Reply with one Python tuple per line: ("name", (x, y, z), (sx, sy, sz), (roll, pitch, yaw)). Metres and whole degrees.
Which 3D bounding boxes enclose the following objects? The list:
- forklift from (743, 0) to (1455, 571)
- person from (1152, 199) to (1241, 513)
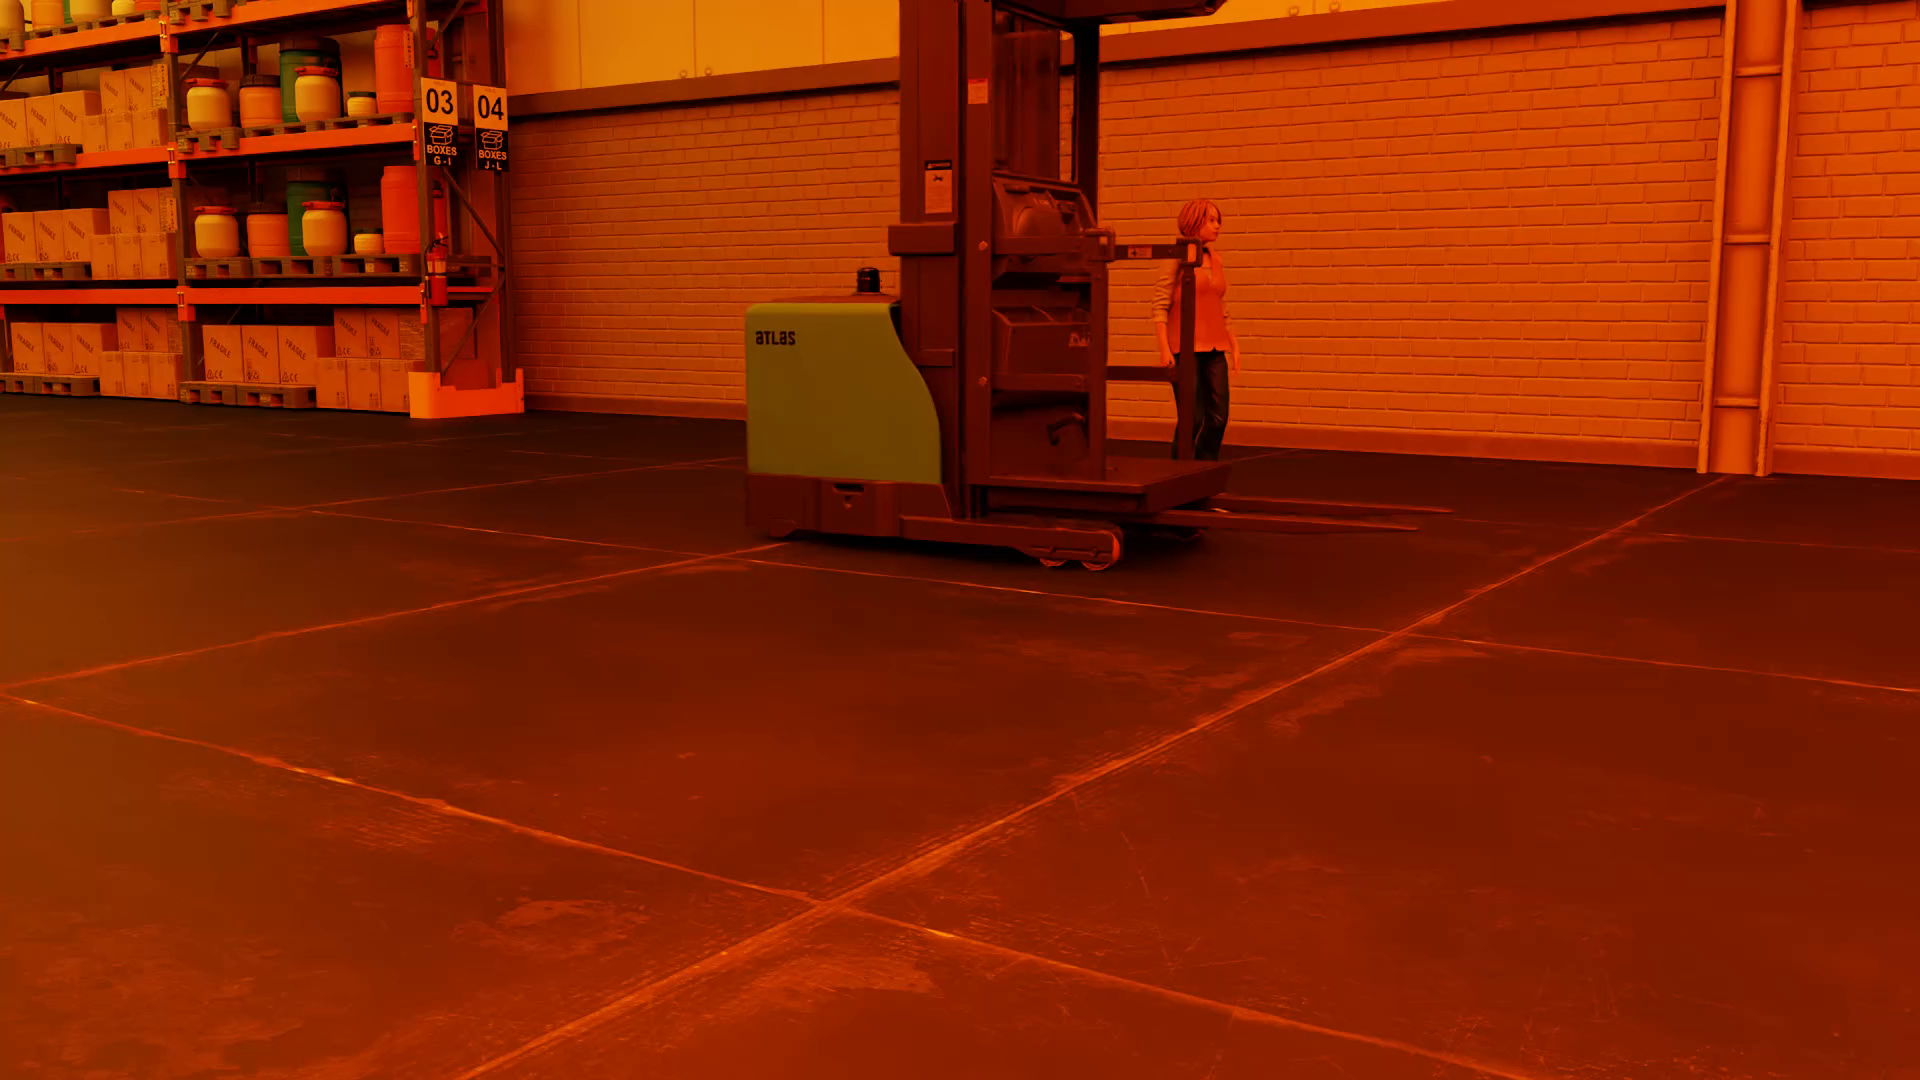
("forklift", (0.556, -1.412, 7.119), (3.031, 2.935, 1.130), (4, 9, 28))
("person", (1.246, -0.936, 8.508), (0.530, 1.600, 0.401), (-6, 10, -38))
